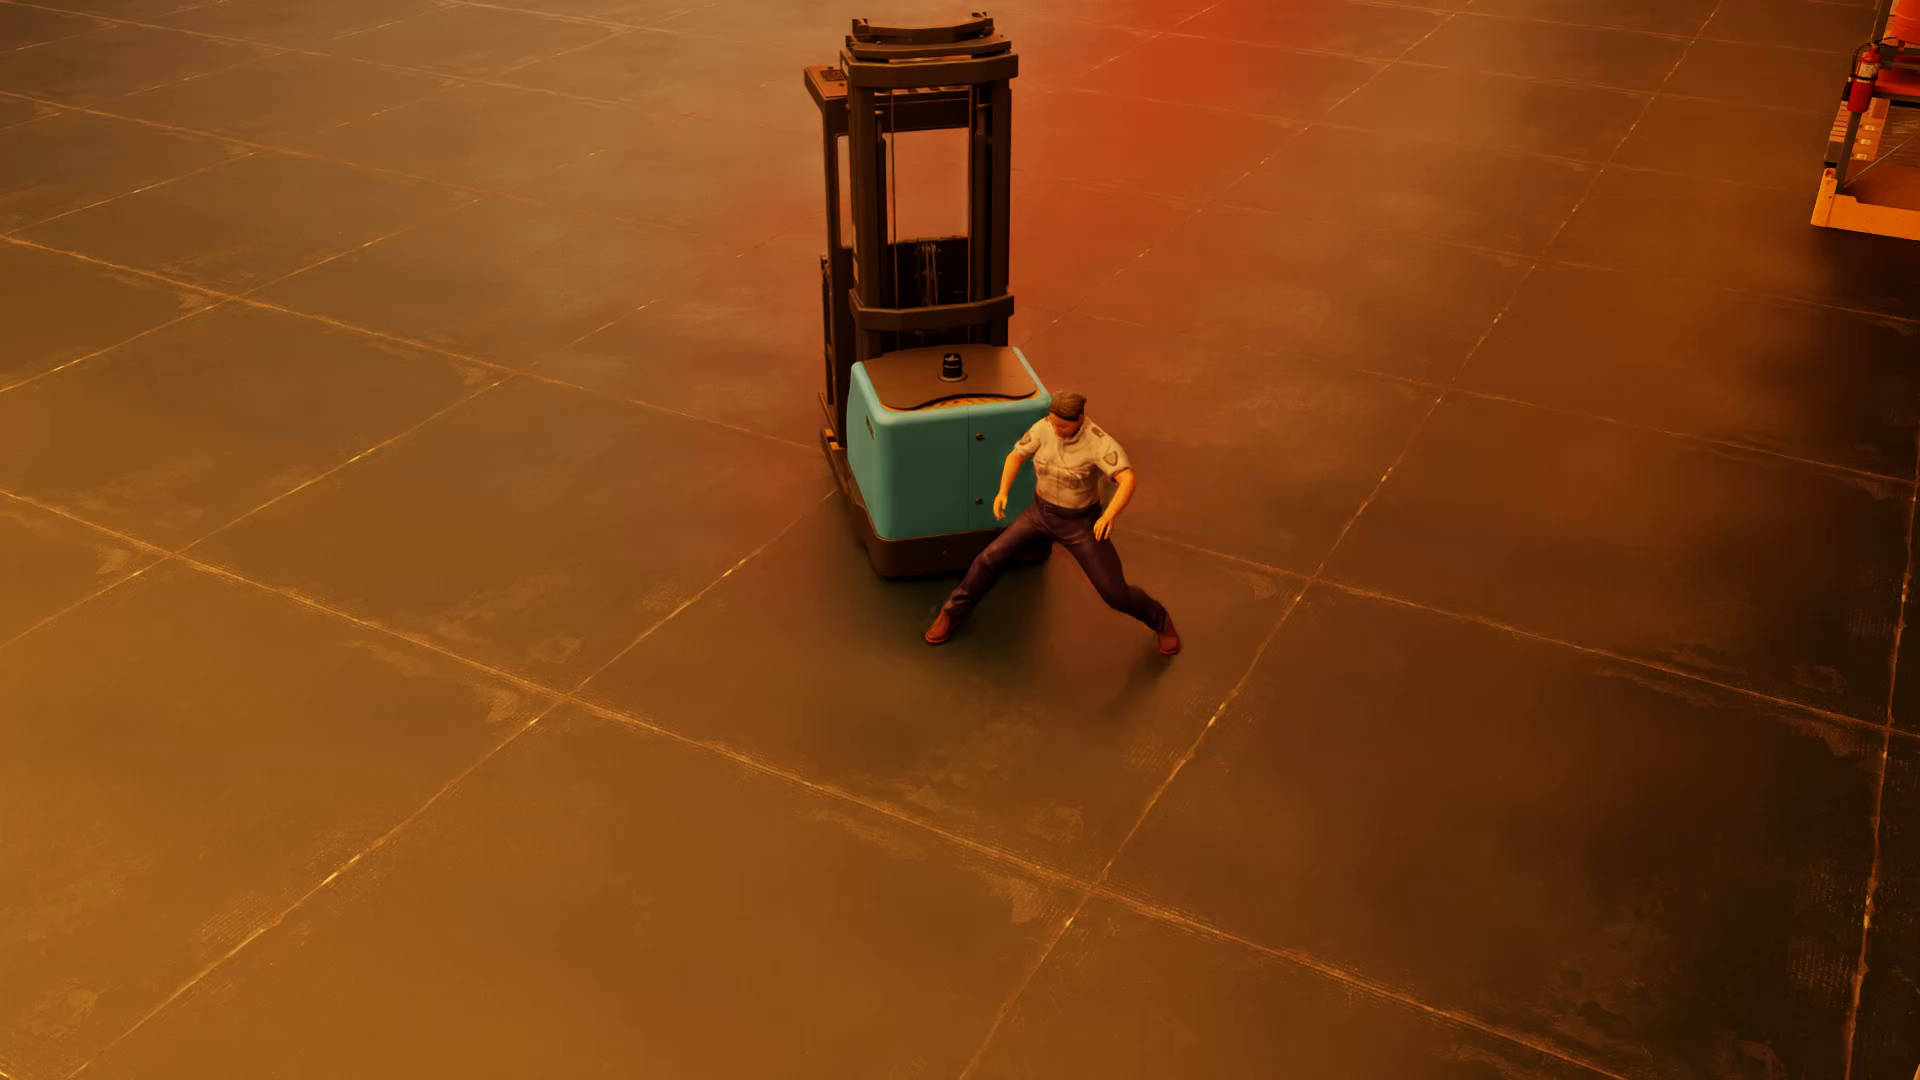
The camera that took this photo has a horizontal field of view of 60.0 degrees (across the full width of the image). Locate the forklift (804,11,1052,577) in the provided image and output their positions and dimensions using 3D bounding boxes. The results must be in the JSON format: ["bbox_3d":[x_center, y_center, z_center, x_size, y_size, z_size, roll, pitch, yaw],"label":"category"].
[{"bbox_3d":[-0.301,-1.780,10.155,1.130,2.935,3.031,-7,31,-12],"label":"forklift"}]

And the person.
[{"bbox_3d":[0.523,-0.075,8.694,1.195,1.470,0.912,20,36,31],"label":"person"}]
